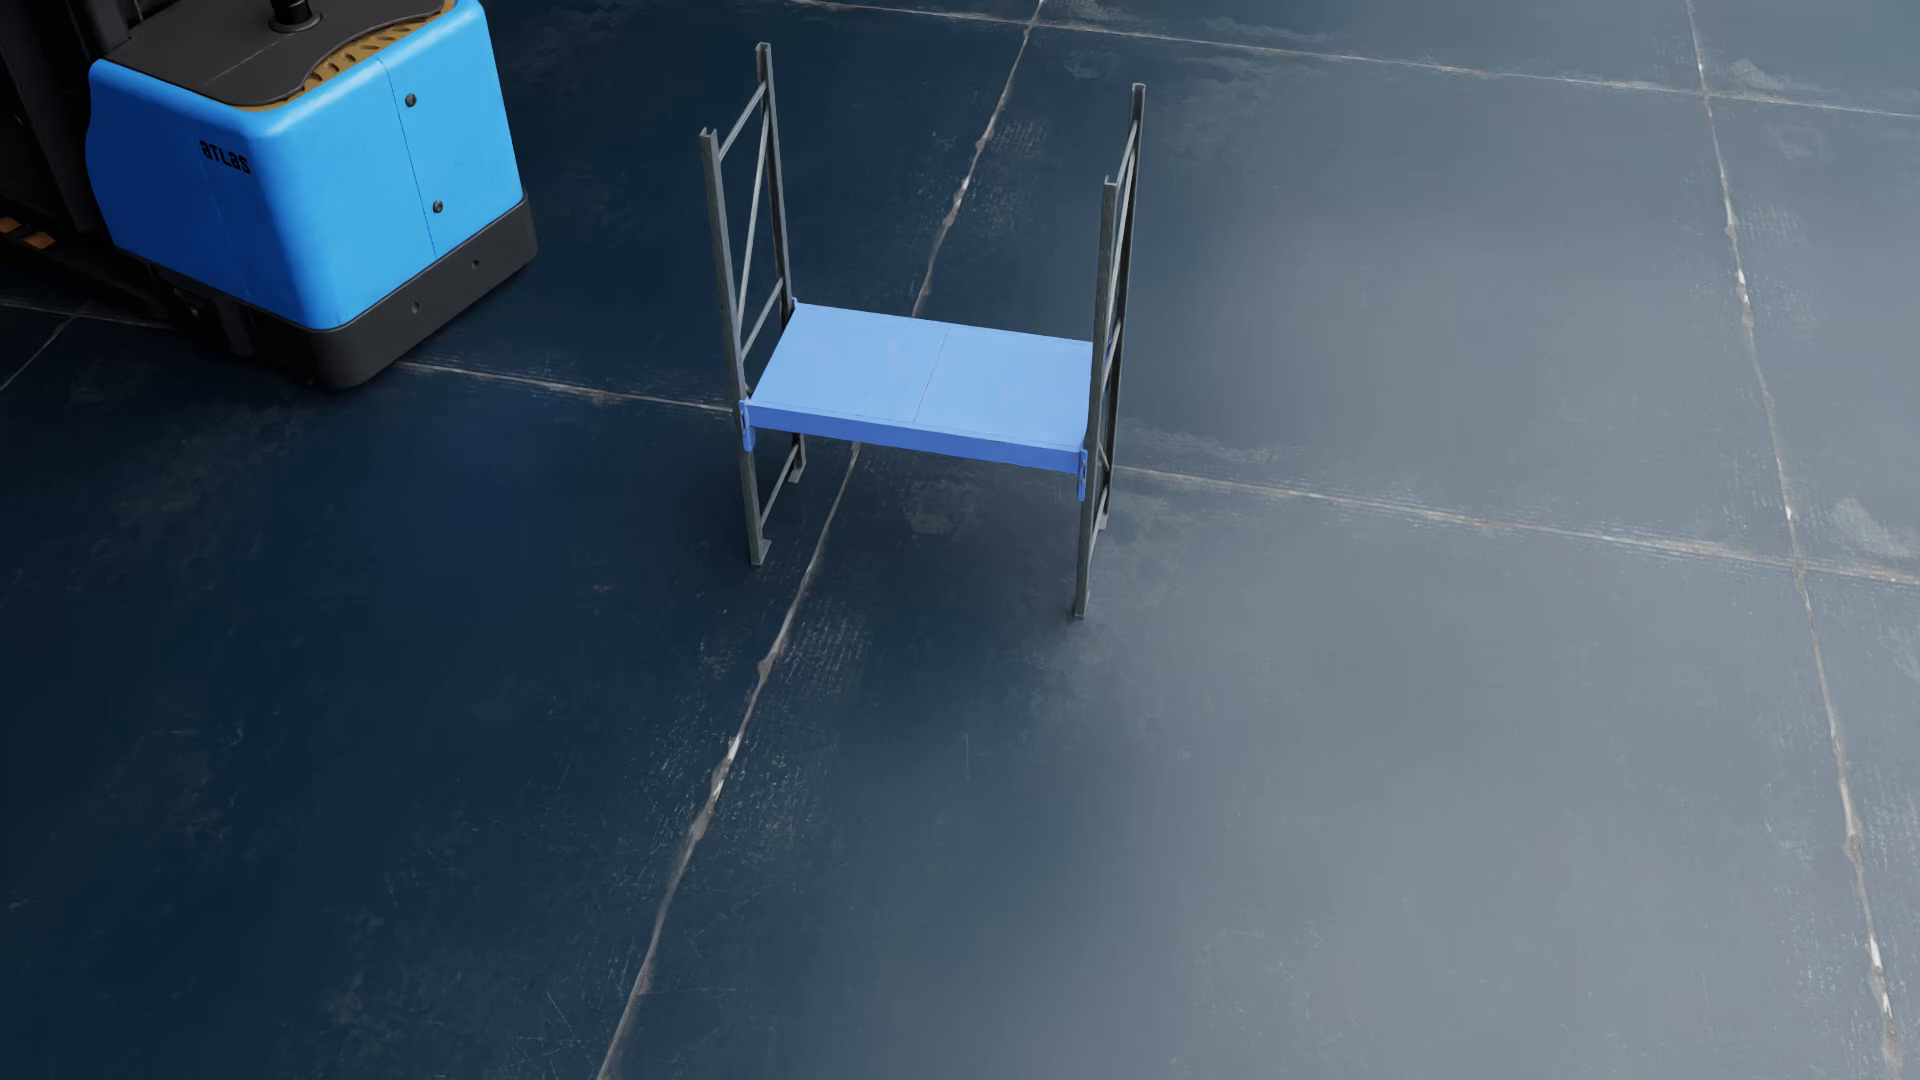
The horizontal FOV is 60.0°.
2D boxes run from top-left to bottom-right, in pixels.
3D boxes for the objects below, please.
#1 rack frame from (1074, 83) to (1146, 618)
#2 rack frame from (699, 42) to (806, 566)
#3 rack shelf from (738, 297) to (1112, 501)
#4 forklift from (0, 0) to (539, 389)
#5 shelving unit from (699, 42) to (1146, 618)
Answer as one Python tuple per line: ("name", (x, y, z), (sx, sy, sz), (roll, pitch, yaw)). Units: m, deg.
("rack frame", (0.413, -0.476, 4.663), (0.032, 1.500, 0.500), (9, 45, 9))
("rack frame", (-0.579, -0.630, 4.823), (0.032, 1.500, 0.500), (9, 45, 9))
("rack shelf", (-0.083, -0.424, 4.868), (1.000, 0.185, 0.538), (9, 45, 9))
("forklift", (-3.122, -2.341, 5.569), (3.031, 2.935, 1.130), (22, 48, 22))
("shelving unit", (-0.083, -0.553, 4.743), (1.048, 1.500, 0.538), (9, 45, 9))
